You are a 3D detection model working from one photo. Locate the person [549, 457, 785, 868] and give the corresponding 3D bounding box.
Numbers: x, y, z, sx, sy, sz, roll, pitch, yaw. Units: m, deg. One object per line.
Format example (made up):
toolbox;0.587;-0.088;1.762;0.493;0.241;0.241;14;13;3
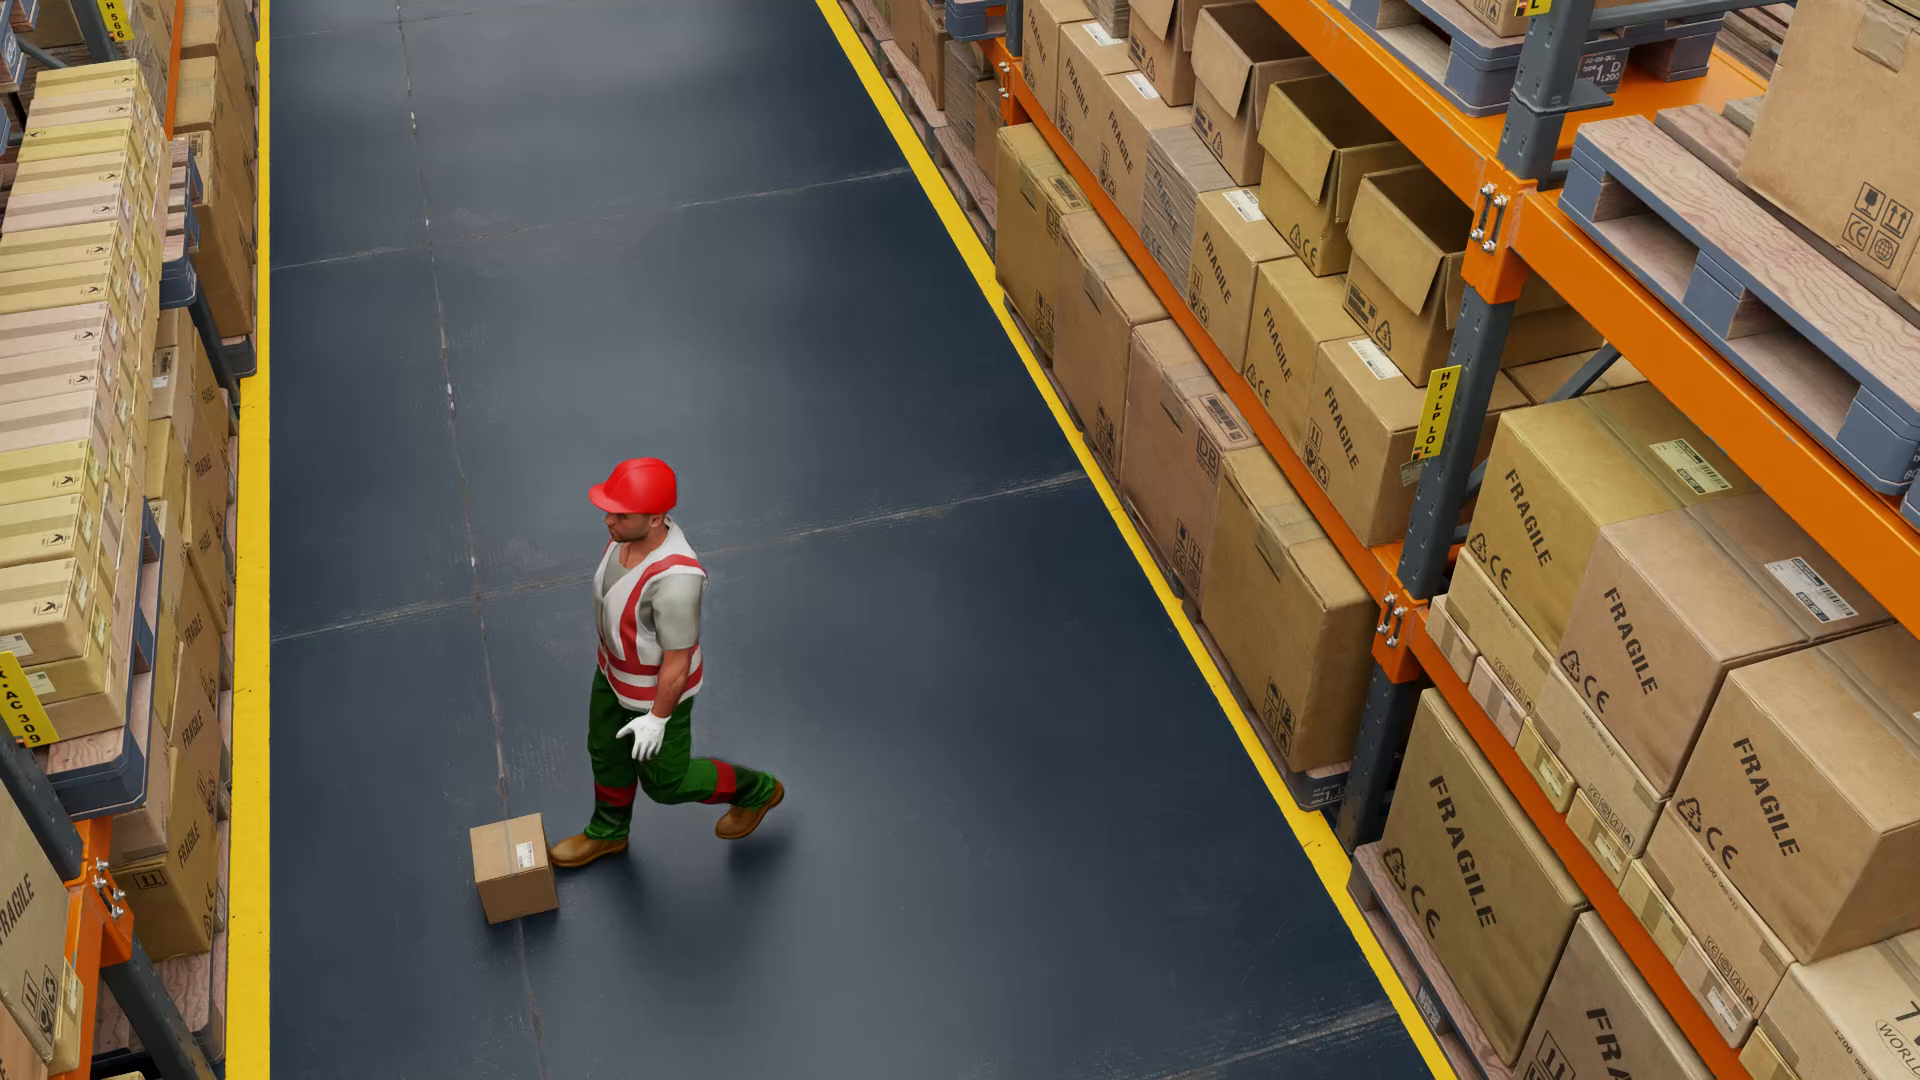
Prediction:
person;-1.083;0.472;5.620;0.852;1.764;0.546;-22;46;-23
